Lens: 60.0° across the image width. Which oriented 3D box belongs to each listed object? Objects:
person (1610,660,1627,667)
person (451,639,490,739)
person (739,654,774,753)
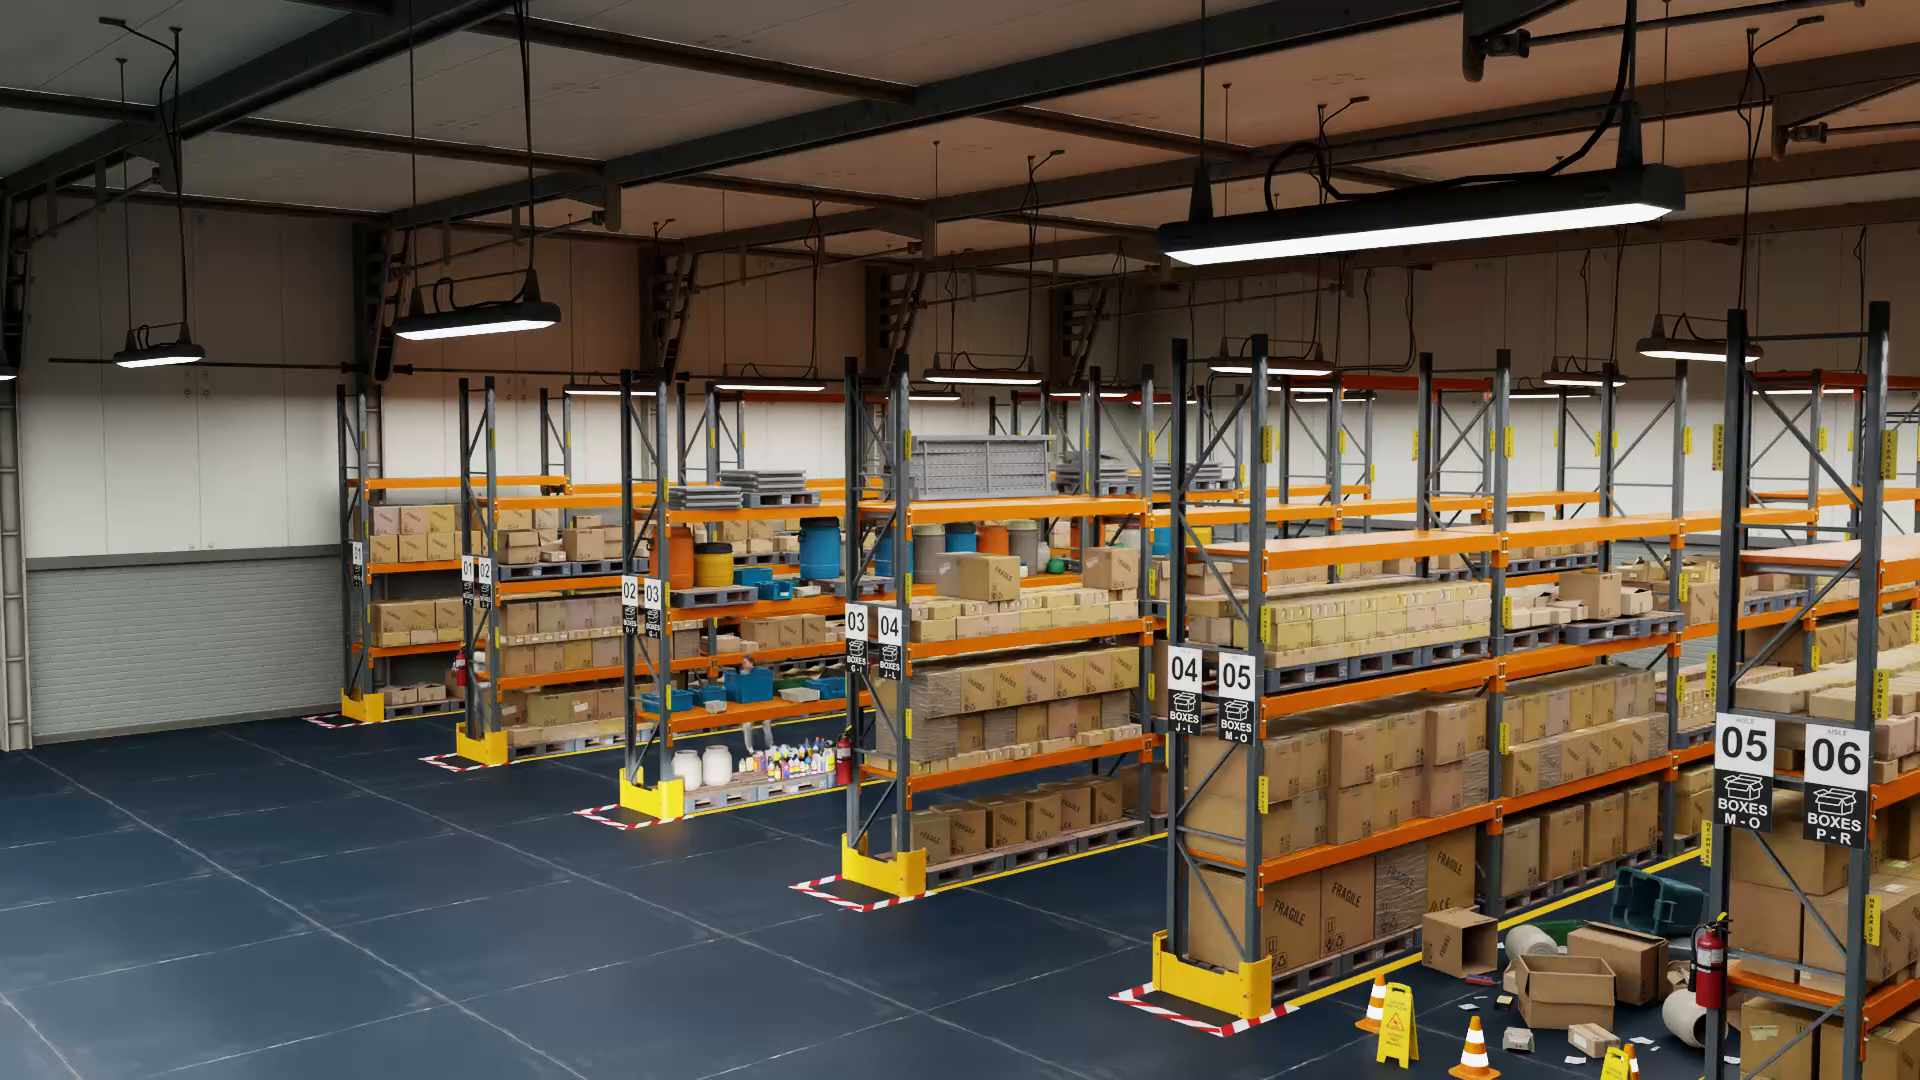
[{"bbox_3d":[9.945,2.664,25.117,0.844,1.740,0.603,-3,5,-42],"label":"person"},{"bbox_3d":[-8.090,2.482,27.792,0.720,1.734,0.991,2,4,22],"label":"person"},{"bbox_3d":[-3.294,2.638,26.769,0.595,1.631,0.790,0,4,-2],"label":"person"}]
